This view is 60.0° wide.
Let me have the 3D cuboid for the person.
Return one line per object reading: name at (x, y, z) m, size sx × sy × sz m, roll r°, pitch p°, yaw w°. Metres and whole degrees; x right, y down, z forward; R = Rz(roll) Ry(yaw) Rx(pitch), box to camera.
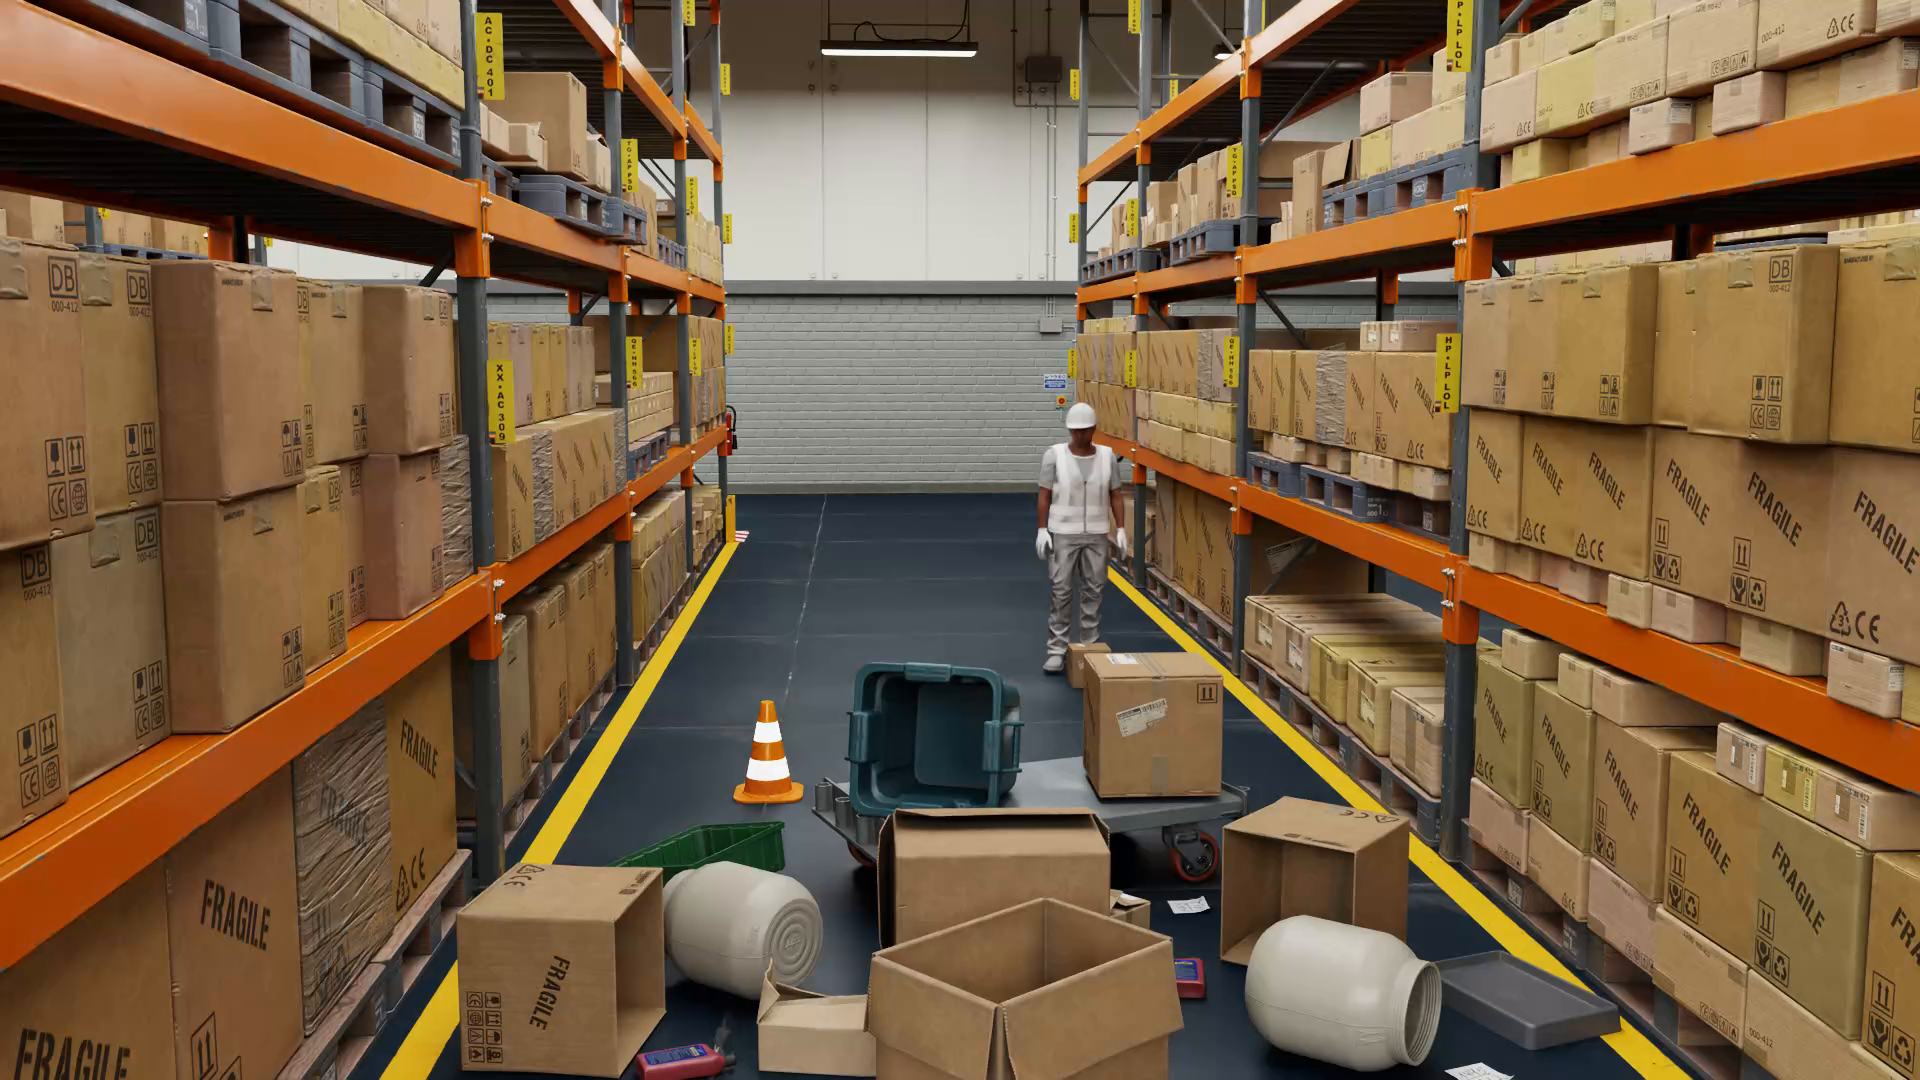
person at (0.822, -0.005, 11.200) m, size 0.545 × 1.781 × 0.352 m, roll 0°, pitch 7°, yaw -2°
